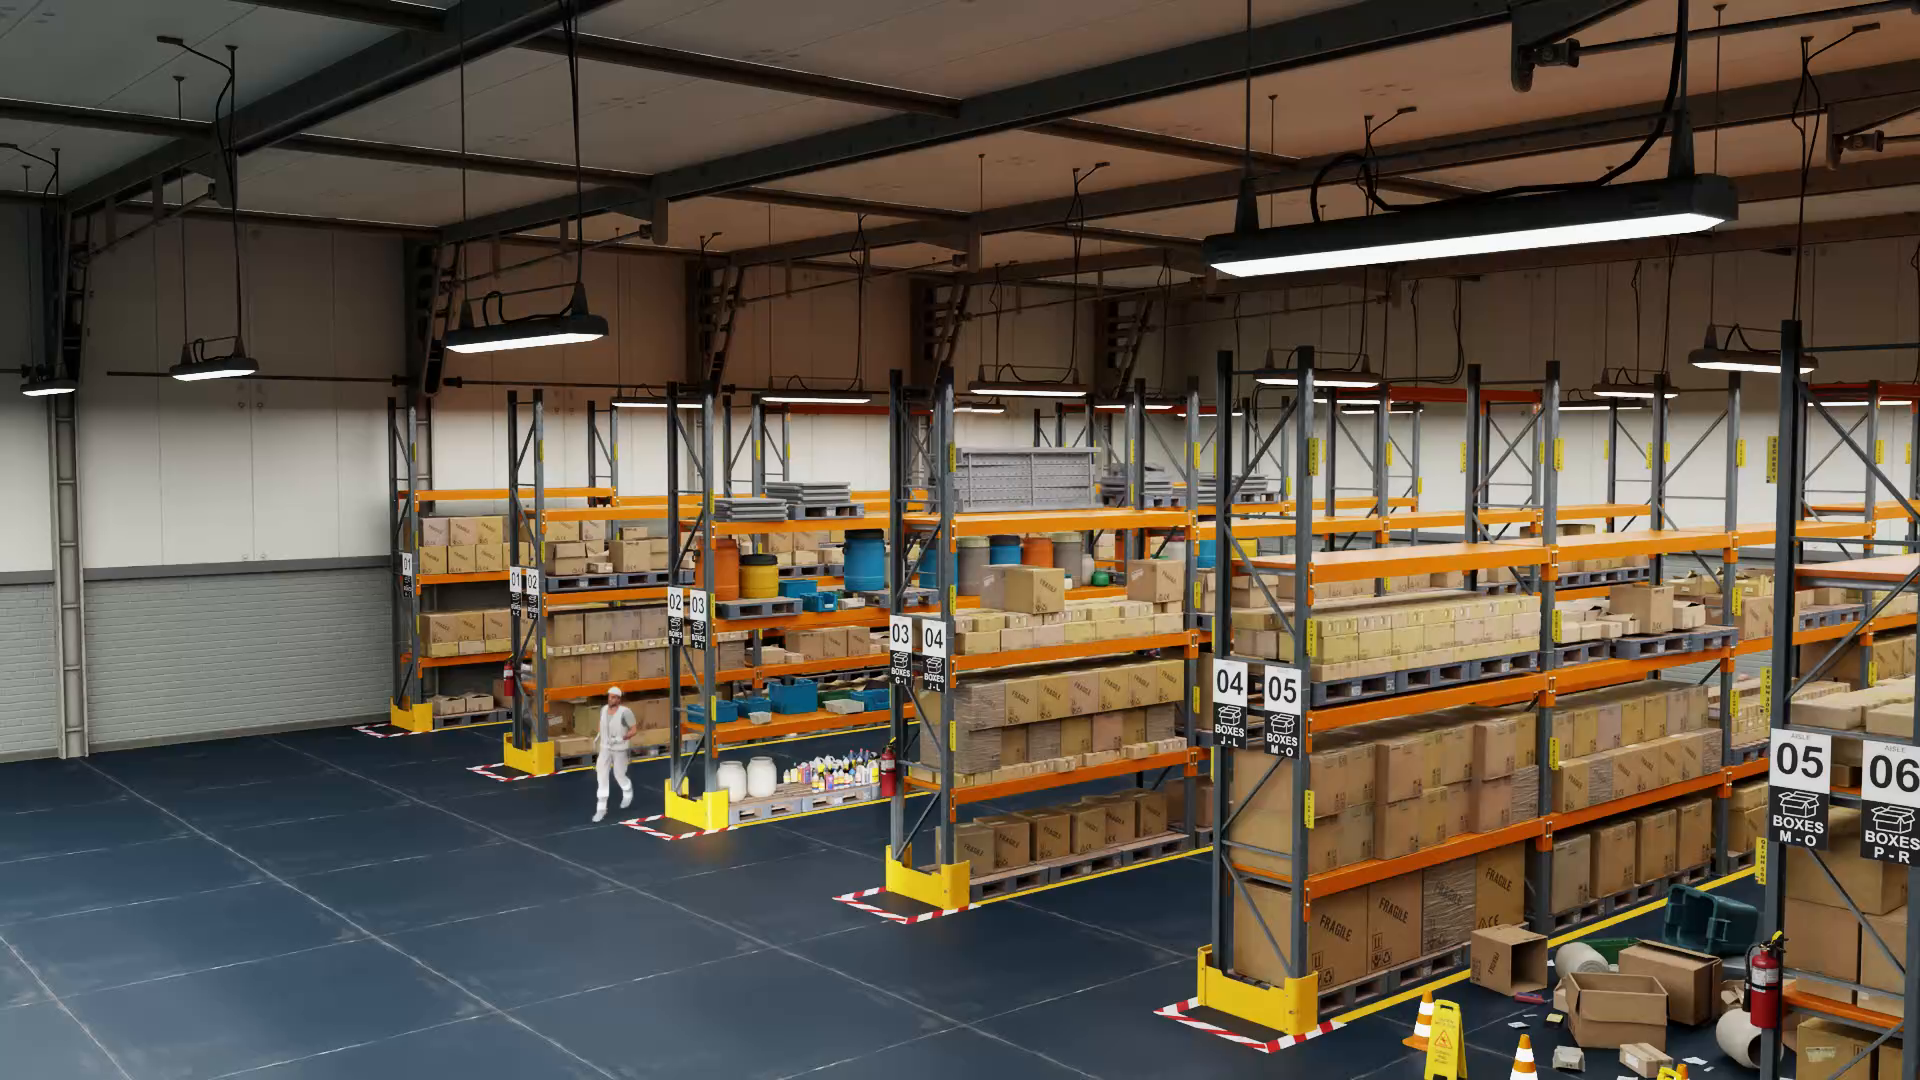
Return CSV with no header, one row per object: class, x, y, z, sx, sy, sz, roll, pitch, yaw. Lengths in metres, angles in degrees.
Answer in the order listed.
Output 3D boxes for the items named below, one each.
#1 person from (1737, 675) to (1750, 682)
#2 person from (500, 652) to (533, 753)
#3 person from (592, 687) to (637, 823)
person,11.884,2.868,25.131,0.904,1.695,0.679,-3,5,-43
person,-7.418,2.668,27.993,0.584,1.706,0.936,2,4,27
person,-4.773,2.924,23.035,0.673,1.811,0.945,1,3,14
